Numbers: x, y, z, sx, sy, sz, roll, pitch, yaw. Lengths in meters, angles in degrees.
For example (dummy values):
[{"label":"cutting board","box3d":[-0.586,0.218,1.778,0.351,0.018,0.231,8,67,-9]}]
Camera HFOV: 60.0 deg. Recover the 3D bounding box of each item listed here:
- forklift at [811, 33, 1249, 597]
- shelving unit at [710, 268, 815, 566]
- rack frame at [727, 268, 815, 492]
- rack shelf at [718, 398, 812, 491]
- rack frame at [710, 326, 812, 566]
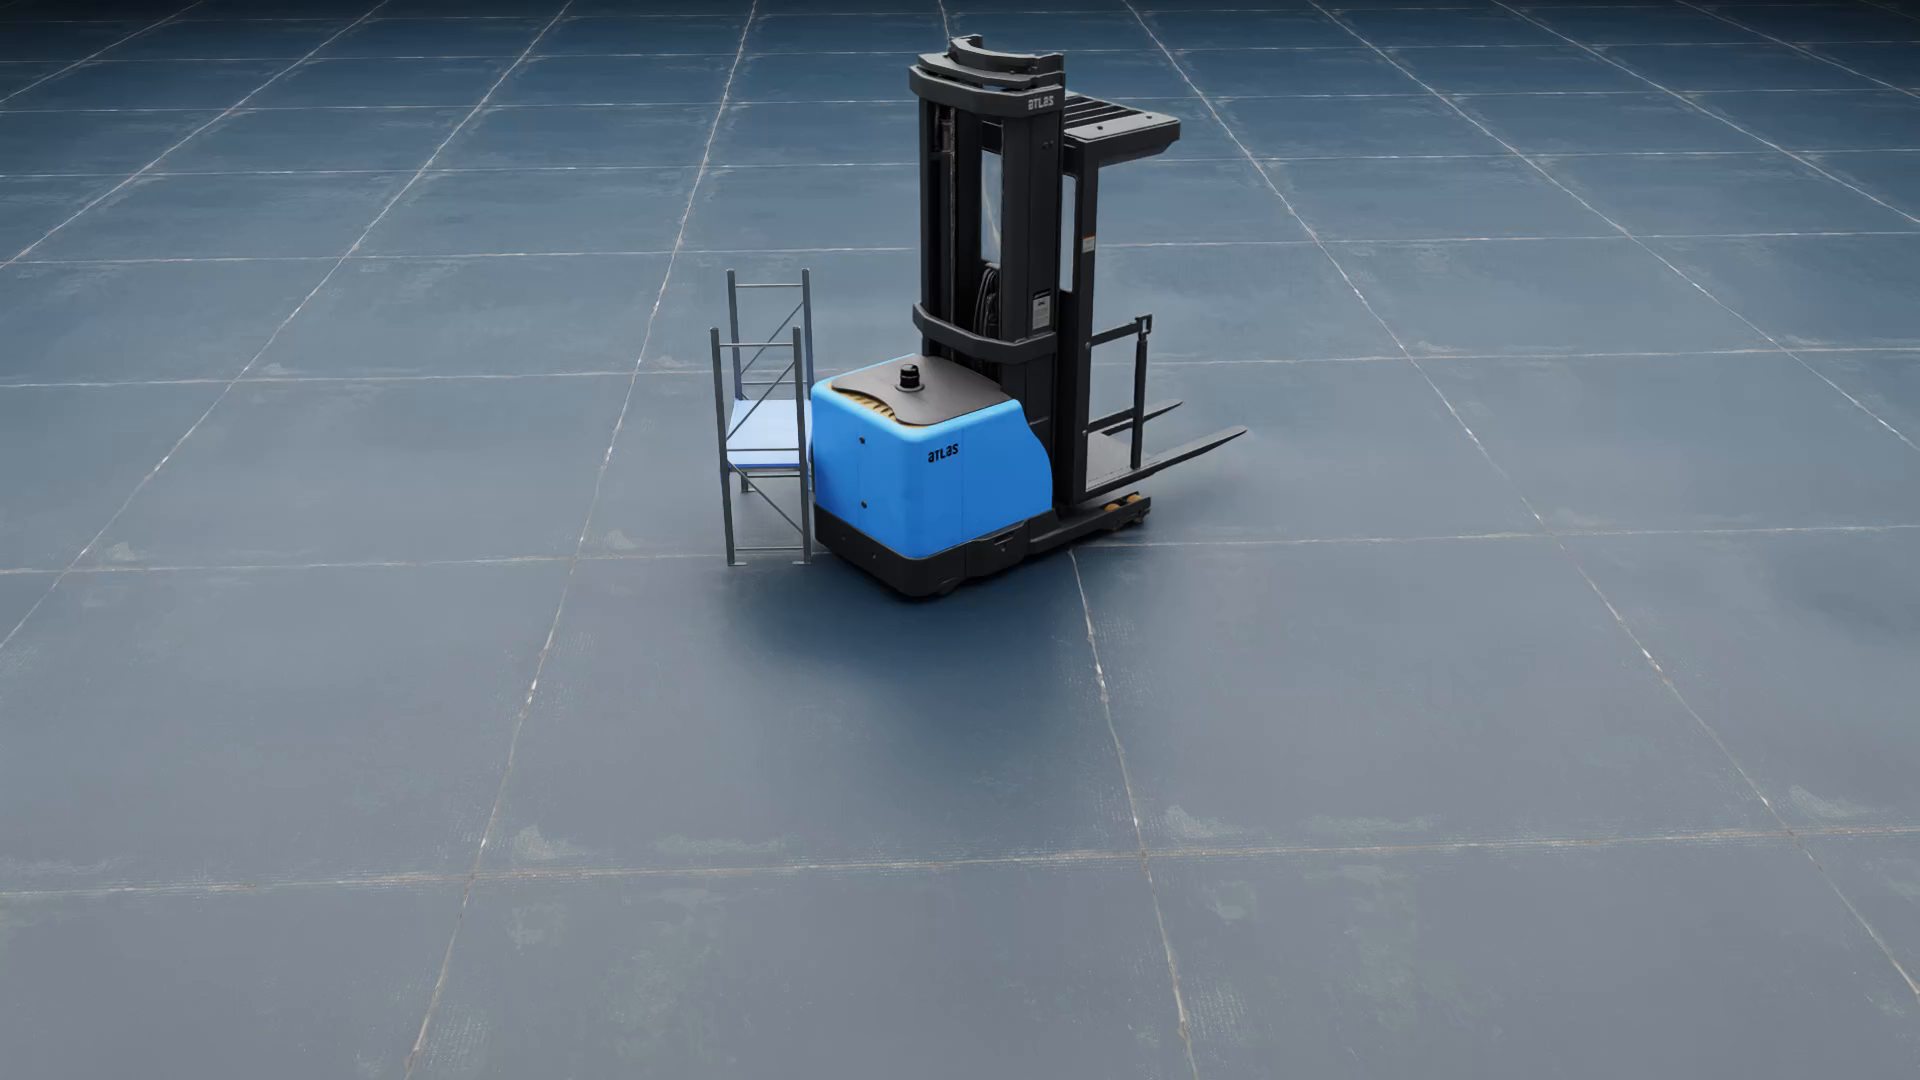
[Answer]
[{"label":"forklift","box3d":[0.571,-1.526,10.006,3.031,2.935,1.130,-21,34,-34]},{"label":"shelving unit","box3d":[-1.158,-0.755,10.075,0.538,1.500,1.048,-1,28,-2]},{"label":"rack frame","box3d":[-1.175,-0.990,10.526,0.500,1.500,0.032,-1,28,-2]},{"label":"rack shelf","box3d":[-1.158,-0.595,10.159,0.538,0.185,1.000,-1,28,-2]},{"label":"rack frame","box3d":[-1.141,-0.520,9.625,0.500,1.500,0.032,-1,28,-2]}]
